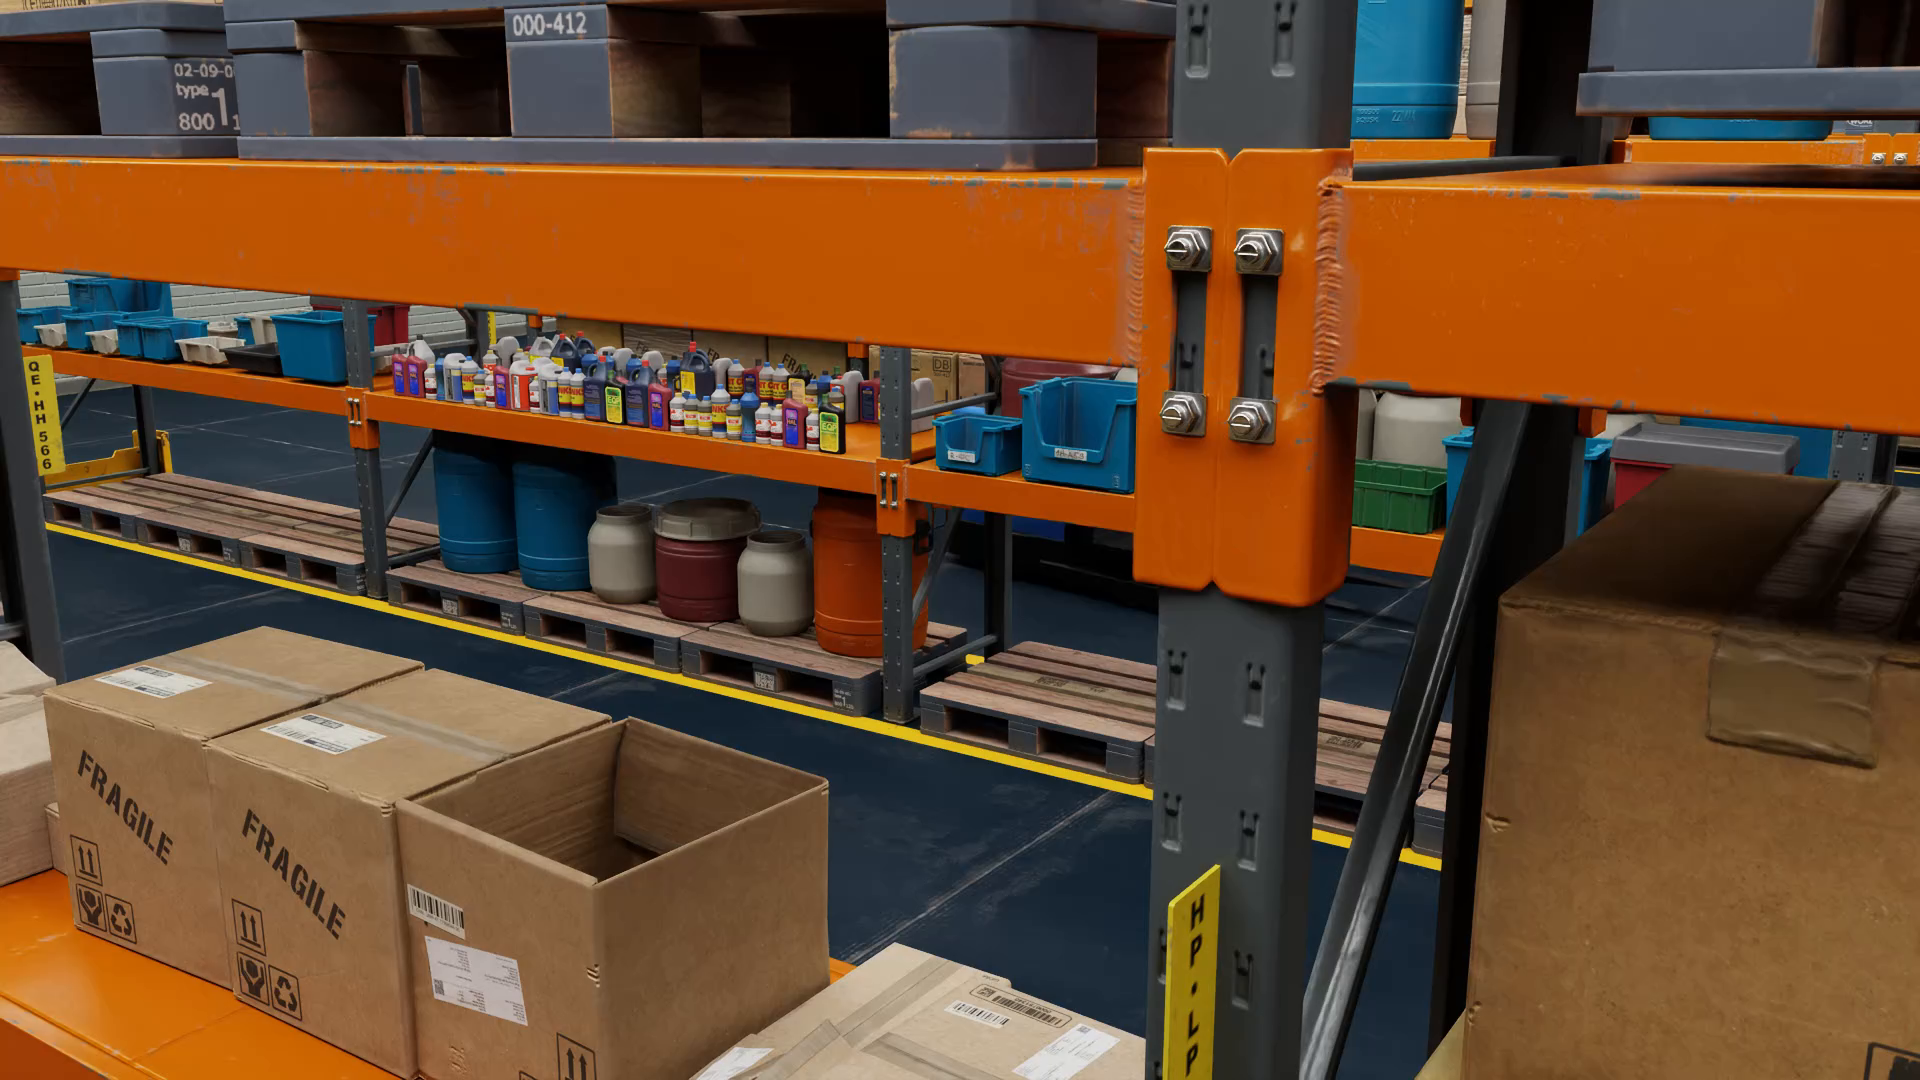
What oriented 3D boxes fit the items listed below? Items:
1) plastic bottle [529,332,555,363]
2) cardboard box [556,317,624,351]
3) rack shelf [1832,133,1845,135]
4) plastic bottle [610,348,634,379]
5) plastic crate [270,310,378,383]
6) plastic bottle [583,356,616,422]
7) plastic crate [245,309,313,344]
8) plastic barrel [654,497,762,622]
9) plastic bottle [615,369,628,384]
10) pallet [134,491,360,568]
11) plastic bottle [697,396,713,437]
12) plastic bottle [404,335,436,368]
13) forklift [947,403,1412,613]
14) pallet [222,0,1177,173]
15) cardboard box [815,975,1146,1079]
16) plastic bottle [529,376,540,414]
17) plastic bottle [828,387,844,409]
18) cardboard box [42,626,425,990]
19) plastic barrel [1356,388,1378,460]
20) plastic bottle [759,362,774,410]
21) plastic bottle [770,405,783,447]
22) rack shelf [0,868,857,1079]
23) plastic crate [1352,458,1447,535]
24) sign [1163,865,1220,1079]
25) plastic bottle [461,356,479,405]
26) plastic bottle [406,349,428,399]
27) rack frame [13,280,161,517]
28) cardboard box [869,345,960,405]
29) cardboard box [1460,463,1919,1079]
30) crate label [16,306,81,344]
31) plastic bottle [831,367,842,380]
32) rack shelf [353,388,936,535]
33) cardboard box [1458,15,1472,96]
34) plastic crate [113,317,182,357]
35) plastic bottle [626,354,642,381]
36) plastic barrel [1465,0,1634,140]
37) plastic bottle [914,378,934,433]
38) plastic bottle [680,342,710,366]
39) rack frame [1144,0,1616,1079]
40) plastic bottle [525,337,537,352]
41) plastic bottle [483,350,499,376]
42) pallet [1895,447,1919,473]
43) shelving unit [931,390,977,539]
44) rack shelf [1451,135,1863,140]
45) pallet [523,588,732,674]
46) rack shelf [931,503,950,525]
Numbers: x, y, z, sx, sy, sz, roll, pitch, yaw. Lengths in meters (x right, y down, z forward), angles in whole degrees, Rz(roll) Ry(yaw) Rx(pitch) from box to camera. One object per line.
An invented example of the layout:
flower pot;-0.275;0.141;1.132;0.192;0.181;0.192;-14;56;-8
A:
plastic bottle;-2.504;-1.078;10.039;0.185;0.351;0.144;9;17;33
cardboard box;-3.348;-1.816;16.463;0.875;0.875;0.875;9;17;33
rack shelf;7.226;-3.454;14.789;4.000;0.370;1.077;9;17;33
plastic bottle;-2.028;-1.006;9.901;0.135;0.276;0.152;9;17;33
plastic crate;-3.947;-1.205;10.357;0.575;0.384;0.392;9;17;33
plastic bottle;-1.945;-0.823;9.010;0.185;0.351;0.144;9;17;33
plastic crate;-4.533;-1.402;11.366;0.530;0.282;0.437;9;17;33
plastic barrel;-1.403;0.101;9.319;0.708;0.588;0.600;9;17;33
plastic bottle;-1.802;-0.773;8.947;0.133;0.283;0.061;9;17;33
pallet;-5.017;-0.090;11.746;1.213;0.211;1.003;9;17;33
plastic bottle;-1.305;-0.641;8.582;0.097;0.201;0.097;0;14;0
plastic bottle;-3.224;-1.048;9.916;0.185;0.351;0.144;9;17;33
forklift;1.334;-1.125;10.268;3.031;2.935;1.130;13;19;42
pallet;-0.238;-0.608;2.192;1.217;0.209;0.805;8;16;31
cardboard box;0.069;0.887;2.312;0.500;0.250;0.500;10;17;36
plastic bottle;-2.348;-0.809;9.263;0.097;0.201;0.097;0;14;0
plastic bottle;-0.667;-0.713;8.875;0.097;0.201;0.097;0;14;0
cardboard box;-1.416;0.508;3.321;0.500;0.500;0.500;8;16;30
plastic barrel;1.630;-0.510;7.360;0.433;0.535;0.433;0;14;0
plastic bottle;-1.076;-0.857;9.312;0.097;0.271;0.097;0;14;0
plastic bottle;-0.901;-0.575;8.318;0.097;0.201;0.097;0;14;0
rack shelf;-1.158;0.952;3.232;4.000;0.370;1.077;9;17;33
plastic crate;1.666;-0.190;6.791;0.662;0.188;0.450;9;17;33
sign;0.207;0.457;1.490;0.005;0.325;0.100;9;17;33
plastic bottle;-2.813;-0.918;9.558;0.097;0.271;0.097;0;14;0
plastic bottle;-3.192;-0.980;9.783;0.133;0.283;0.061;9;17;33
rack frame;-6.688;-1.725;12.551;0.127;3.000;1.000;9;17;33
cardboard box;-0.063;-1.267;14.247;0.875;0.875;1.225;9;17;33
cardboard box;0.873;0.251;1.659;0.500;0.500;0.700;9;17;33
crate label;-6.667;-1.574;12.165;0.303;0.233;0.416;9;17;33
plastic bottle;-0.698;-0.807;9.085;0.133;0.283;0.061;9;17;33
rack shelf;-1.710;-0.572;9.387;4.000;0.370;1.077;9;17;33
cardboard box;3.380;-3.204;11.034;0.500;0.500;0.500;9;17;33
plastic crate;-5.575;-1.398;11.451;0.300;0.233;0.416;9;17;33
plastic bottle;-1.890;-0.945;9.666;0.097;0.271;0.097;0;14;0
plastic barrel;2.183;-1.928;6.084;0.600;0.901;0.600;0;14;0
plastic bottle;-0.229;-0.715;8.726;0.135;0.276;0.152;9;17;33
plastic bottle;-1.510;-0.959;9.558;0.185;0.351;0.144;9;17;33
rack frame;0.502;0.871;2.062;0.127;3.000;1.000;9;17;33
plastic bottle;-2.644;-1.122;10.356;0.133;0.283;0.061;9;17;33
plastic bottle;-2.916;-1.077;10.344;0.097;0.201;0.097;0;14;0
pallet;8.203;-0.814;14.672;1.213;0.211;1.003;9;17;33
shelving unit;-0.044;-0.517;11.726;0.252;1.050;0.215;9;17;33
rack shelf;4.374;-2.479;10.849;4.000;0.370;1.077;9;17;33
pallet;-1.736;0.440;9.607;1.213;0.211;1.003;9;17;33
rack shelf;-0.044;-0.237;11.795;0.240;0.259;0.215;9;17;33
